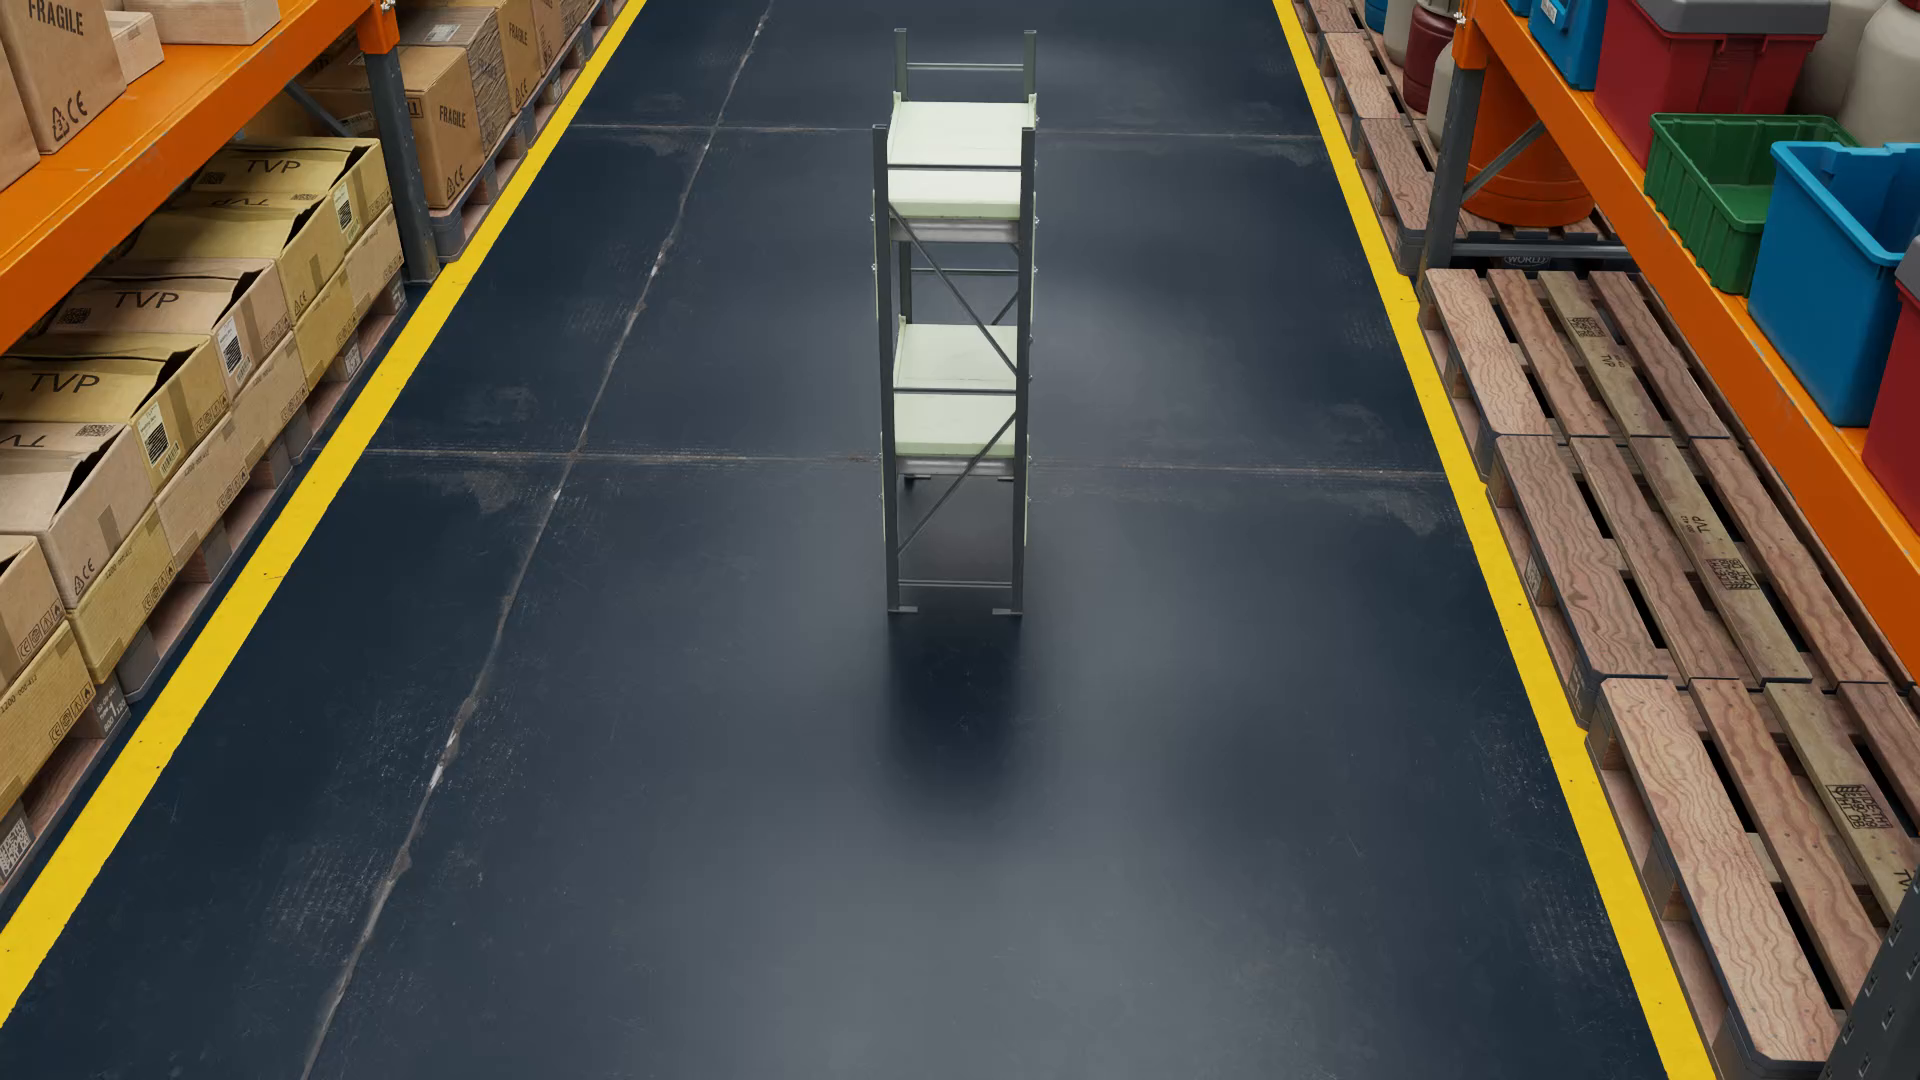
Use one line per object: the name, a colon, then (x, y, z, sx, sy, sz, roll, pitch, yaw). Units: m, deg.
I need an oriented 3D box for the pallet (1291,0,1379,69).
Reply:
pallet: (2.411, -2.898, 9.190, 1.003, 0.211, 1.213, 1, 35, 2)

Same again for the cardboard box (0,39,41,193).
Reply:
cardboard box: (-2.698, -1.074, 4.082, 0.500, 0.500, 0.500, 1, 35, 2)

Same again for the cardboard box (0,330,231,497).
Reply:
cardboard box: (-2.461, -0.393, 4.739, 0.500, 0.311, 0.500, 2, 35, 3)

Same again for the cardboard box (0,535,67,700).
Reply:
cardboard box: (-2.496, 0.203, 3.891, 0.500, 0.311, 0.500, 1, 35, 1)

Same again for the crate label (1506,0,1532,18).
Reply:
crate label: (1.932, -1.881, 5.464, 0.303, 0.233, 0.416, 1, 35, 2)

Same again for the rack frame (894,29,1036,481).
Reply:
rack frame: (0.014, -0.820, 5.113, 0.400, 1.500, 0.023, 1, 35, 2)

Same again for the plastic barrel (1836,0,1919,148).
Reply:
plastic barrel: (2.467, -1.156, 4.167, 0.433, 0.535, 0.433, 0, 35, 0)

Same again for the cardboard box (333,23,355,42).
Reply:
cardboard box: (-2.825, -2.339, 7.109, 0.500, 0.250, 0.500, 3, 35, 4)

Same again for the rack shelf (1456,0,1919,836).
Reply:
rack shelf: (2.243, -0.740, 4.320, 1.077, 0.370, 4.000, 1, 35, 2)

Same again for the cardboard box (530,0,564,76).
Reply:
cardboard box: (-2.266, -2.601, 8.134, 0.500, 0.500, 0.500, 0, 35, 0)

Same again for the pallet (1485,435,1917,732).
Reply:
pallet: (2.201, 0.101, 4.923, 1.003, 0.211, 1.213, 1, 35, 2)

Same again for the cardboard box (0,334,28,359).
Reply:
cardboard box: (-2.996, -0.392, 4.737, 0.500, 0.311, 0.500, 1, 35, 1)

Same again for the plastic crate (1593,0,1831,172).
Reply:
plastic crate: (1.952, -1.288, 4.419, 0.402, 0.464, 0.583, 1, 35, 2)

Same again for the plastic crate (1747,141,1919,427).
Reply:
plastic crate: (1.896, -0.520, 3.395, 0.392, 0.384, 0.575, 1, 35, 2)

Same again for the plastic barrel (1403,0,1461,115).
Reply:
plastic barrel: (2.371, -2.299, 7.644, 0.600, 0.588, 0.708, 1, 35, 2)

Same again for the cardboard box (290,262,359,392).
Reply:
cardboard box: (-2.421, -0.743, 5.724, 0.500, 0.250, 0.500, 1, 35, 1)

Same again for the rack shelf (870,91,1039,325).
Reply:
rack shelf: (0.000, -0.929, 4.589, 0.431, 0.370, 0.720, 1, 35, 2)

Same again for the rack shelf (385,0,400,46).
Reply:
rack shelf: (-2.546, -3.155, 7.756, 1.077, 0.370, 4.000, 1, 35, 2)

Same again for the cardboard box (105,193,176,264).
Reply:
cardboard box: (-2.953, -0.980, 5.574, 0.500, 0.311, 0.500, 1, 35, 1)

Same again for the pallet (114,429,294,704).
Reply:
pallet: (-2.750, 0.012, 5.049, 1.003, 0.211, 1.213, 1, 35, 2)

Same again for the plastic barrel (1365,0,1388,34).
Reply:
plastic barrel: (2.416, -3.076, 8.477, 0.600, 0.901, 0.708, 1, 35, 2)

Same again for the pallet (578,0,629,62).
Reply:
pallet: (-2.460, -2.989, 9.319, 1.003, 0.211, 1.213, 1, 35, 2)

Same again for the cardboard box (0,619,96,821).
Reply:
cardboard box: (-2.501, 0.432, 4.053, 0.500, 0.250, 0.500, 2, 35, 3)

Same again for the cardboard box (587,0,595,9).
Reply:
cardboard box: (-2.227, -3.181, 8.959, 0.500, 0.500, 0.500, 1, 35, 2)

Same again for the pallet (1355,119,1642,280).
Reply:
pallet: (2.313, -1.496, 7.196, 1.003, 0.211, 1.213, 1, 35, 2)

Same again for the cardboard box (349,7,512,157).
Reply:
cardboard box: (-2.307, -2.013, 7.297, 0.500, 0.500, 0.500, 0, 35, 0)

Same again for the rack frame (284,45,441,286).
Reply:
rack frame: (-2.626, -2.300, 5.914, 1.000, 3.000, 0.127, 1, 35, 2)

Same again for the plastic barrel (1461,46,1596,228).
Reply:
plastic barrel: (2.326, -1.749, 6.652, 0.600, 0.830, 0.708, 1, 35, 2)

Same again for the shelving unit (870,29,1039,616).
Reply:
shelving unit: (0.000, -0.610, 4.813, 0.431, 1.500, 0.755, 1, 35, 2)

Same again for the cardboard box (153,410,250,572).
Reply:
cardboard box: (-2.462, -0.158, 4.892, 0.500, 0.250, 0.500, 2, 35, 3)

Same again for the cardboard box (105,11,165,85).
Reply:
cardboard box: (-2.621, -1.463, 4.942, 0.380, 0.149, 0.250, 4, 35, 5)

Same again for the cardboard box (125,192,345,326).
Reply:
cardboard box: (-2.416, -0.971, 5.561, 0.500, 0.311, 0.500, 1, 35, 1)

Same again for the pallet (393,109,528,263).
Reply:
pallet: (-2.558, -1.587, 7.325, 1.003, 0.211, 1.213, 1, 35, 2)
